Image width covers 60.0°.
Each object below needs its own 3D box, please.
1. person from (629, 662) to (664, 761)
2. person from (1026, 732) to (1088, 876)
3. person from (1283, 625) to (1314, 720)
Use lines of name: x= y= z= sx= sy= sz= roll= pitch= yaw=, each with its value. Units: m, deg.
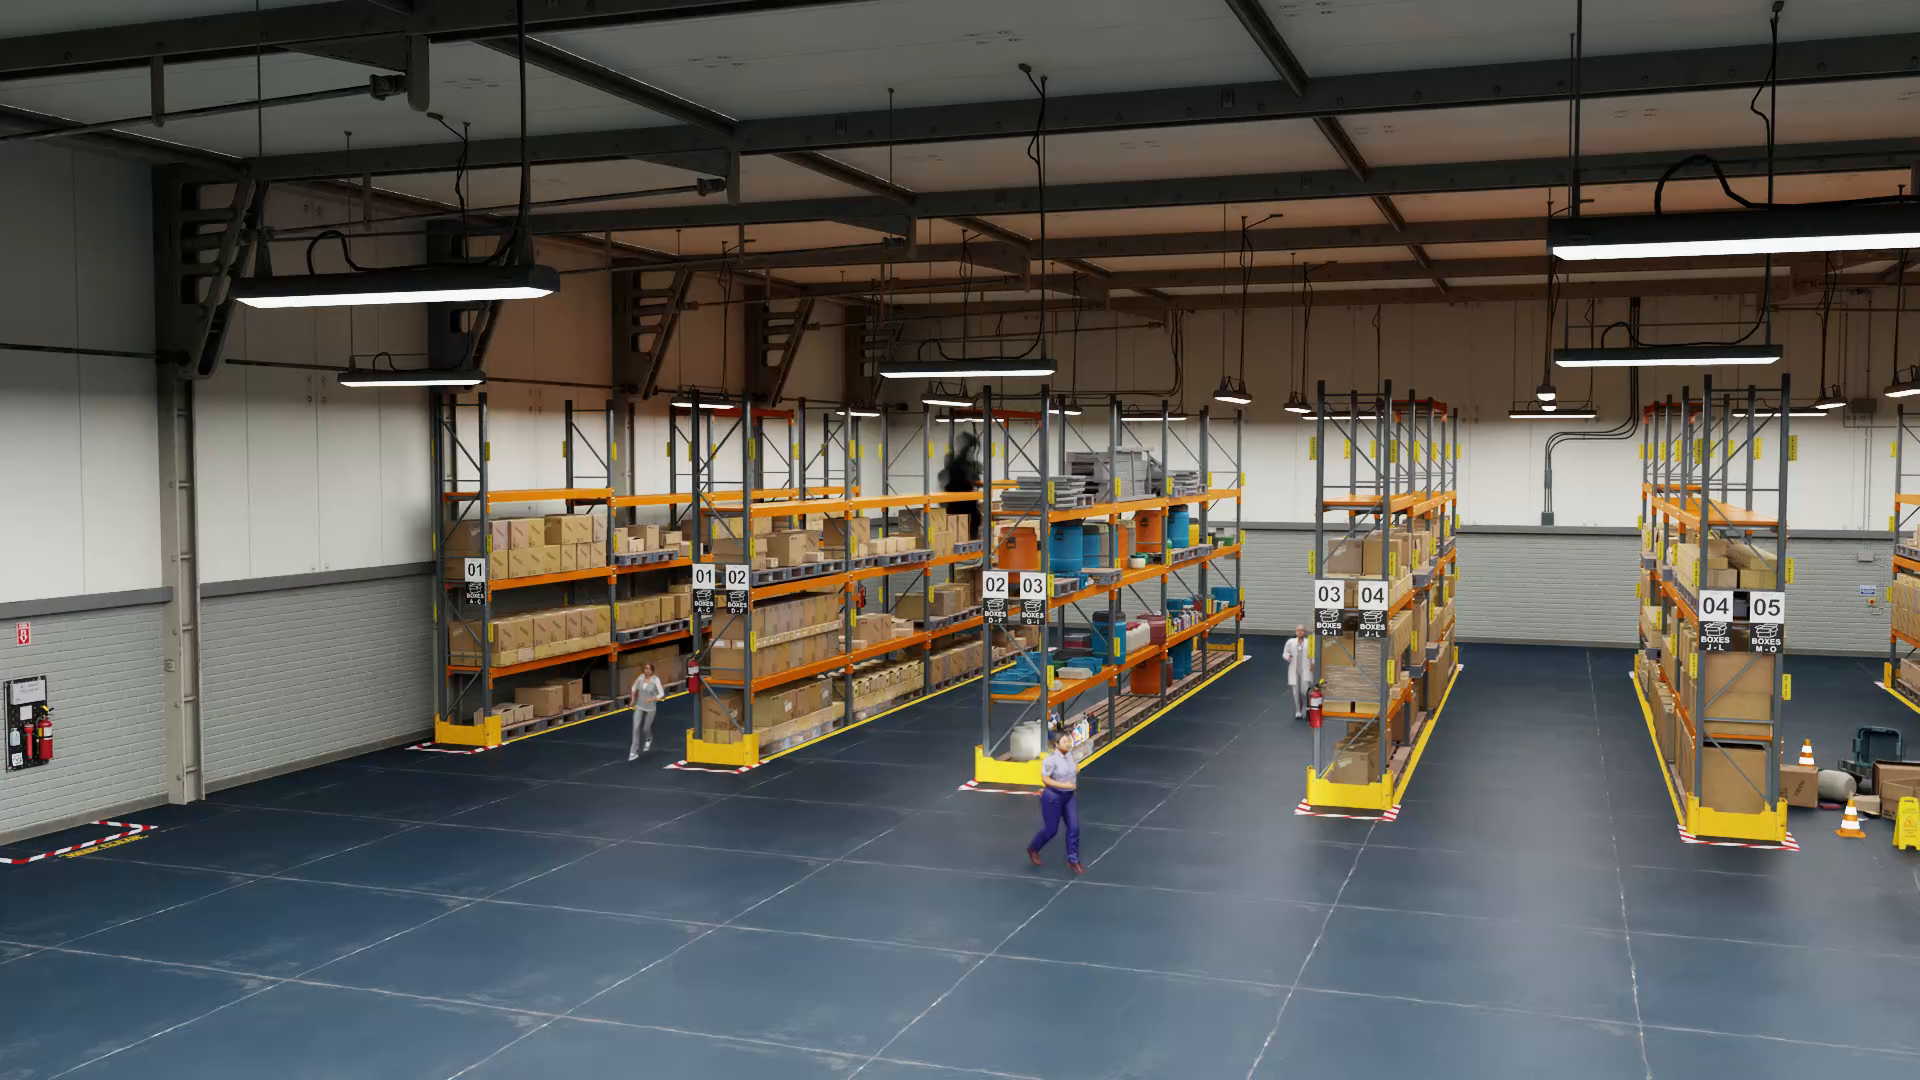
person: x=-5.097 y=2.755 z=27.074 sx=0.578 sy=1.560 sz=0.895 roll=0 pitch=3 yaw=4
person: x=1.169 y=3.129 z=19.865 sx=0.623 sy=1.668 sz=0.828 roll=-3 pitch=4 yaw=-44
person: x=6.345 y=2.477 z=30.983 sx=0.692 sy=1.772 sz=0.686 roll=1 pitch=3 yaw=21
